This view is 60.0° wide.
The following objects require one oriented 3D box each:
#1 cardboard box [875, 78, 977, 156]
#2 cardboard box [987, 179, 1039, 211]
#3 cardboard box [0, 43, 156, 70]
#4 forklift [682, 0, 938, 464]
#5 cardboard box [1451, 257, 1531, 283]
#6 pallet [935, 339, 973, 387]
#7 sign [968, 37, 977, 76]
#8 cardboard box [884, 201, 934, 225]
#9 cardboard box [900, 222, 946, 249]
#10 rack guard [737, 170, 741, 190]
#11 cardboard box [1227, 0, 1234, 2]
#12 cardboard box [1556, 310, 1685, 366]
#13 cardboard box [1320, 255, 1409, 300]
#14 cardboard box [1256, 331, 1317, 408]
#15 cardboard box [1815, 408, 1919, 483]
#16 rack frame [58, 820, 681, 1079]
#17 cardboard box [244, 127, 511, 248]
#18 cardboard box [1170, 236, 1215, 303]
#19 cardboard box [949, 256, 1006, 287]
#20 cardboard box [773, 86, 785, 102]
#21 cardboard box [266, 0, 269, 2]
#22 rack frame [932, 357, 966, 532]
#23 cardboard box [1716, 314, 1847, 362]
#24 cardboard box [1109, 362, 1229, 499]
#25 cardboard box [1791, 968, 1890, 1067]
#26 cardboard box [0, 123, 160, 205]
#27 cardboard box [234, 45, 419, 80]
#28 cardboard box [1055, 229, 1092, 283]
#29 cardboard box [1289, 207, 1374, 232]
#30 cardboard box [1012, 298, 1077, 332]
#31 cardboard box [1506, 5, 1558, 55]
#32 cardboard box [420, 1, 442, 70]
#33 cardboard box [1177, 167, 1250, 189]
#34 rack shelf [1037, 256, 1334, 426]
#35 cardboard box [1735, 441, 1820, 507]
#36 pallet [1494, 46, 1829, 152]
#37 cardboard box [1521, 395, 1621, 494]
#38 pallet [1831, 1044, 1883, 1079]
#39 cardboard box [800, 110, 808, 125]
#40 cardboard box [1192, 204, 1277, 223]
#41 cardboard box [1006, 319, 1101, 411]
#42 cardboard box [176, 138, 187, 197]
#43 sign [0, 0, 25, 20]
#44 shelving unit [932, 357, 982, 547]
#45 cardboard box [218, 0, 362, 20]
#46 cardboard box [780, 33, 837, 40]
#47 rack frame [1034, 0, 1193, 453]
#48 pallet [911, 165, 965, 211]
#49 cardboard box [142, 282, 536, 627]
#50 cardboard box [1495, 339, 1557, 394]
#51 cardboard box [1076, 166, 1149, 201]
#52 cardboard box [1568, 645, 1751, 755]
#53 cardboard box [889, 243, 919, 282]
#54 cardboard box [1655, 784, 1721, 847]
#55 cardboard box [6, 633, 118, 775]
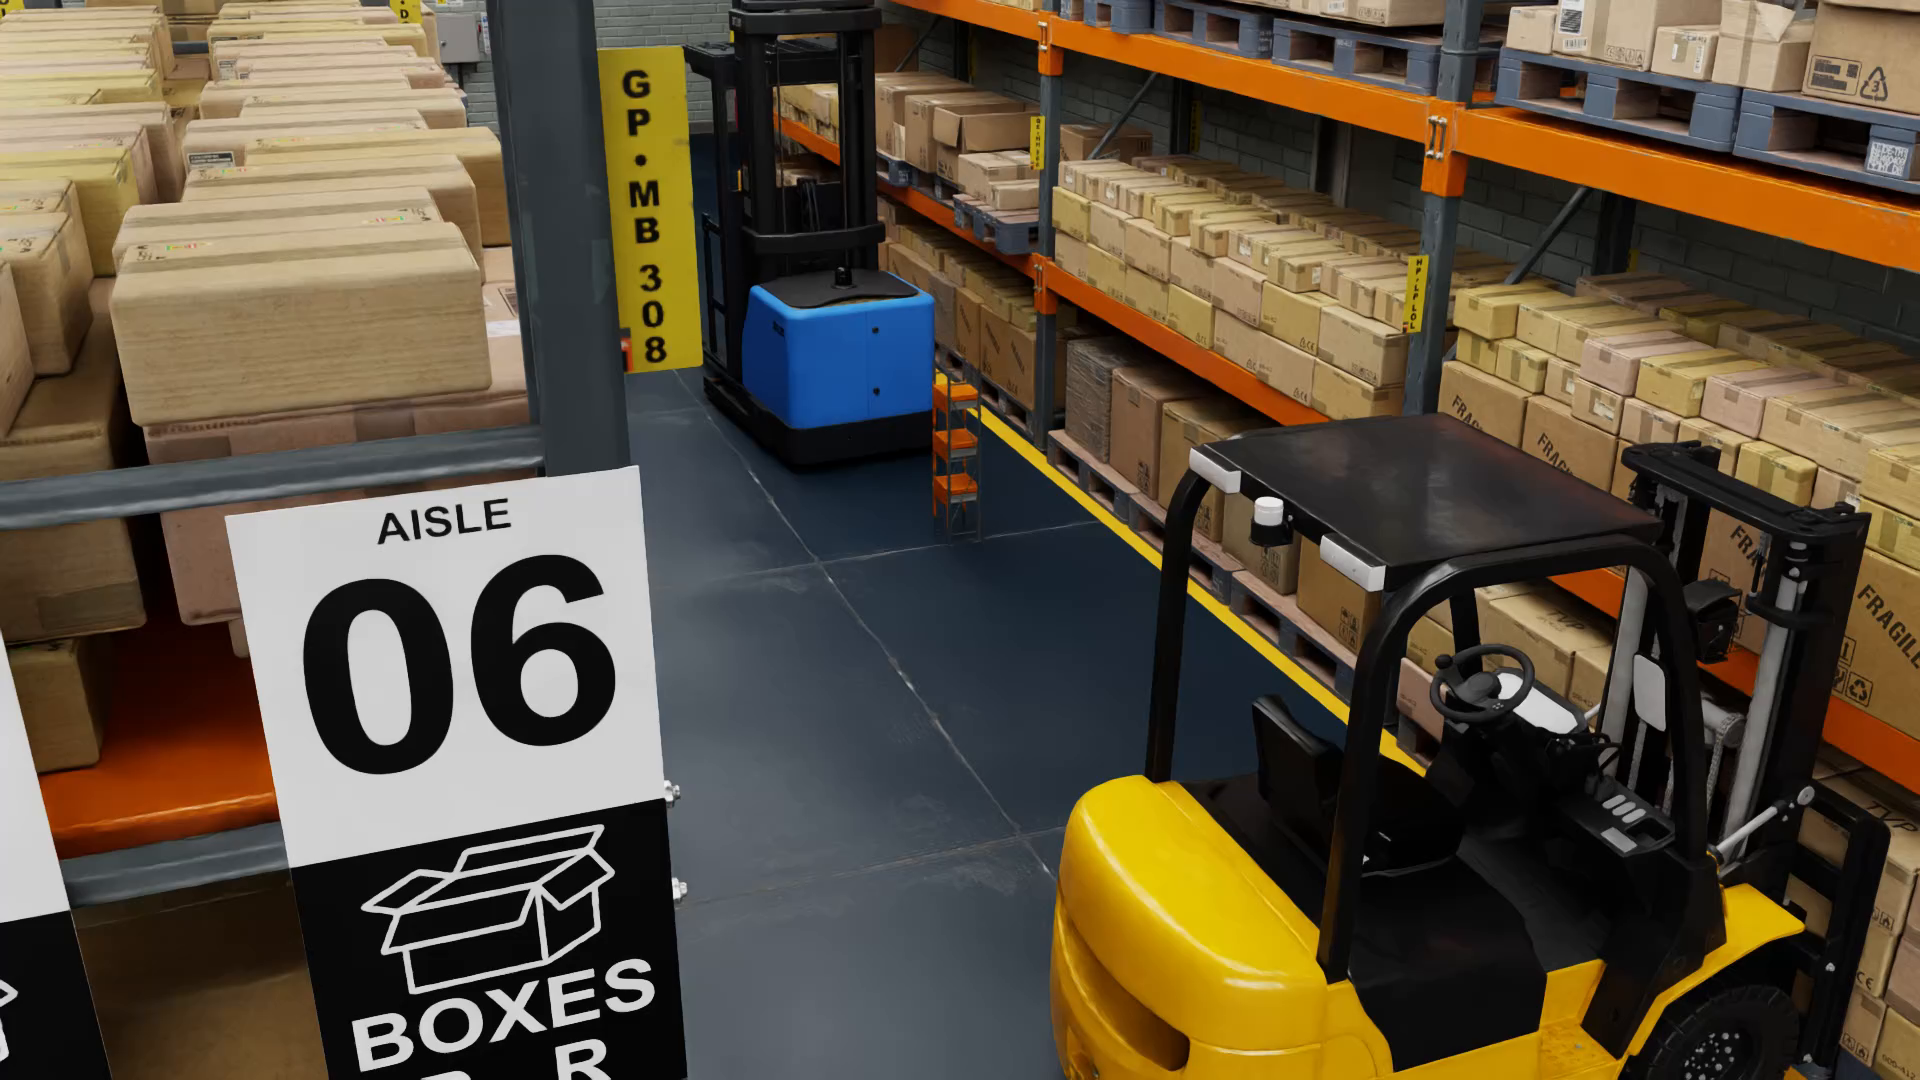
[{"bbox_3d":[-0.278,-3.356,13.180,0.700,0.500,0.500,-8,24,-18],"label":"cardboard box"},{"bbox_3d":[0.399,-2.321,11.178,0.380,0.149,0.250,-8,24,-18],"label":"cardboard box"},{"bbox_3d":[-2.027,-1.026,3.758,0.380,0.149,0.250,-9,25,-21],"label":"cardboard box"},{"bbox_3d":[-1.227,-2.376,11.613,1.130,2.935,3.031,-10,25,-23],"label":"forklift"},{"bbox_3d":[2.434,-1.211,7.797,0.380,0.149,0.250,-9,25,-21],"label":"cardboard box"},{"bbox_3d":[0.335,-1.491,13.017,1.003,0.211,1.213,-8,24,-19],"label":"pallet"},{"bbox_3d":[0.095,-4.122,14.177,0.100,0.325,0.005,-8,24,-19],"label":"sign"},{"bbox_3d":[-0.408,-2.734,13.834,0.380,0.149,0.250,-10,25,-22],"label":"cardboard box"},{"bbox_3d":[-0.274,-2.503,13.669,0.380,0.149,0.250,-10,25,-22],"label":"cardboard box"},{"bbox_3d":[-1.809,-3.785,18.086,1.175,0.500,0.348,-8,24,-19],"label":"rack guard"},{"bbox_3d":[1.458,-2.748,8.200,0.380,0.149,0.250,-9,24,-20],"label":"cardboard box"},{"bbox_3d":[2.514,-0.756,6.334,0.380,0.149,0.250,-9,24,-20],"label":"cardboard box"},{"bbox_3d":[1.930,-1.230,7.843,0.380,0.149,0.250,-8,24,-19],"label":"cardboard box"},{"bbox_3d":[1.798,-0.864,8.131,0.500,0.250,0.500,-8,24,-19],"label":"cardboard box"},{"bbox_3d":[2.945,-0.290,5.230,0.380,0.149,0.250,-8,24,-18],"label":"cardboard box"},{"bbox_3d":[-0.826,1.532,2.254,1.000,3.000,0.127,-8,24,-19],"label":"rack frame"},{"bbox_3d":[-0.914,-0.549,2.626,0.380,0.149,0.250,-8,24,-19],"label":"cardboard box"},{"bbox_3d":[1.466,-1.467,8.918,0.500,0.250,0.500,-8,24,-18],"label":"cardboard box"},{"bbox_3d":[0.137,-2.028,12.543,0.380,0.149,0.250,-10,25,-22],"label":"cardboard box"},{"bbox_3d":[-1.567,-4.464,16.288,0.500,0.250,0.500,-9,24,-20],"label":"cardboard box"},{"bbox_3d":[-3.087,-2.255,7.242,0.797,0.503,0.637,-8,24,-19],"label":"cardboard box"},{"bbox_3d":[-0.062,-0.548,9.697,0.200,1.050,0.008,-8,24,-19],"label":"rack frame"},{"bbox_3d":[3.101,-0.738,6.292,0.380,0.149,0.250,-9,24,-20],"label":"cardboard box"},{"bbox_3d":[1.436,-0.692,10.046,0.875,0.625,0.625,-8,24,-17],"label":"cardboard box"},{"bbox_3d":[3.020,1.430,5.493,0.500,0.250,0.500,-8,24,-18],"label":"cardboard box"},{"bbox_3d":[-1.505,-0.563,2.658,0.380,0.149,0.250,-8,24,-19],"label":"cardboard box"},{"bbox_3d":[-1.402,-1.008,3.715,0.380,0.149,0.250,-8,24,-18],"label":"cardboard box"},{"bbox_3d":[0.918,-1.794,10.336,0.500,0.250,0.500,-8,24,-19],"label":"cardboard box"},{"bbox_3d":[1.985,-1.667,8.878,0.380,0.149,0.250,-8,24,-19],"label":"cardboard box"},{"bbox_3d":[0.579,-1.543,11.391,0.380,0.149,0.250,-10,25,-22],"label":"cardboard box"},{"bbox_3d":[2.278,-1.905,6.201,0.380,0.149,0.250,-8,24,-18],"label":"cardboard box"},{"bbox_3d":[-2.070,-1.696,5.701,0.500,0.250,0.500,-9,24,-20],"label":"cardboard box"},{"bbox_3d":[1.526,-2.130,9.977,0.380,0.149,0.250,-8,24,-19],"label":"cardboard box"},{"bbox_3d":[1.697,-0.999,9.185,1.077,0.370,4.000,-8,24,-19],"label":"rack shelf"},{"bbox_3d":[2.797,-0.233,5.476,0.380,0.149,0.250,-9,24,-20],"label":"cardboard box"},{"bbox_3d":[2.729,-1.639,6.029,1.003,0.211,1.213,-8,24,-19],"label":"pallet"},{"bbox_3d":[2.515,-0.266,6.391,0.500,0.500,0.500,-8,24,-18],"label":"cardboard box"},{"bbox_3d":[3.507,1.862,5.060,1.003,0.211,1.213,-8,24,-19],"label":"pallet"},{"bbox_3d":[-1.300,-4.039,15.795,0.380,0.149,0.250,-8,24,-19],"label":"cardboard box"},{"bbox_3d":[1.475,-1.697,8.951,0.380,0.149,0.250,-8,24,-19],"label":"cardboard box"},{"bbox_3d":[0.640,-1.223,11.468,0.500,0.500,0.500,-8,24,-17],"label":"cardboard box"},{"bbox_3d":[-1.804,-0.621,3.310,0.500,0.250,0.500,-8,24,-18],"label":"cardboard box"},{"bbox_3d":[-2.757,-1.646,4.759,0.100,0.325,0.005,-8,24,-19],"label":"sign"},{"bbox_3d":[-0.019,-0.503,9.592,0.215,1.050,0.252,-8,24,-19],"label":"shelving unit"},{"bbox_3d":[-1.923,-1.470,4.811,0.380,0.149,0.250,-8,24,-18],"label":"cardboard box"},{"bbox_3d":[-1.398,-4.631,15.720,0.500,0.500,0.500,-8,24,-18],"label":"cardboard box"},{"bbox_3d":[0.990,-2.057,10.769,1.000,3.000,0.127,-8,24,-19],"label":"rack frame"},{"bbox_3d":[0.299,-2.675,12.482,1.003,0.211,1.213,-8,24,-19],"label":"pallet"},{"bbox_3d":[-0.754,-0.138,2.163,0.500,0.250,0.500,-9,24,-20],"label":"cardboard box"},{"bbox_3d":[2.363,-0.703,6.593,0.380,0.149,0.250,-8,24,-18],"label":"cardboard box"},{"bbox_3d":[0.923,-2.149,10.024,0.380,0.149,0.250,-8,24,-18],"label":"cardboard box"},{"bbox_3d":[2.638,0.594,6.191,0.500,0.250,0.500,-7,24,-17],"label":"cardboard box"},{"bbox_3d":[-0.265,-2.154,13.676,0.500,0.500,0.500,-9,24,-20],"label":"cardboard box"},{"bbox_3d":[2.809,1.008,5.853,0.500,0.250,0.500,-8,24,-19],"label":"cardboard box"},{"bbox_3d":[-1.214,0.174,1.936,0.380,0.149,0.250,-8,24,-19],"label":"cardboard box"}]
